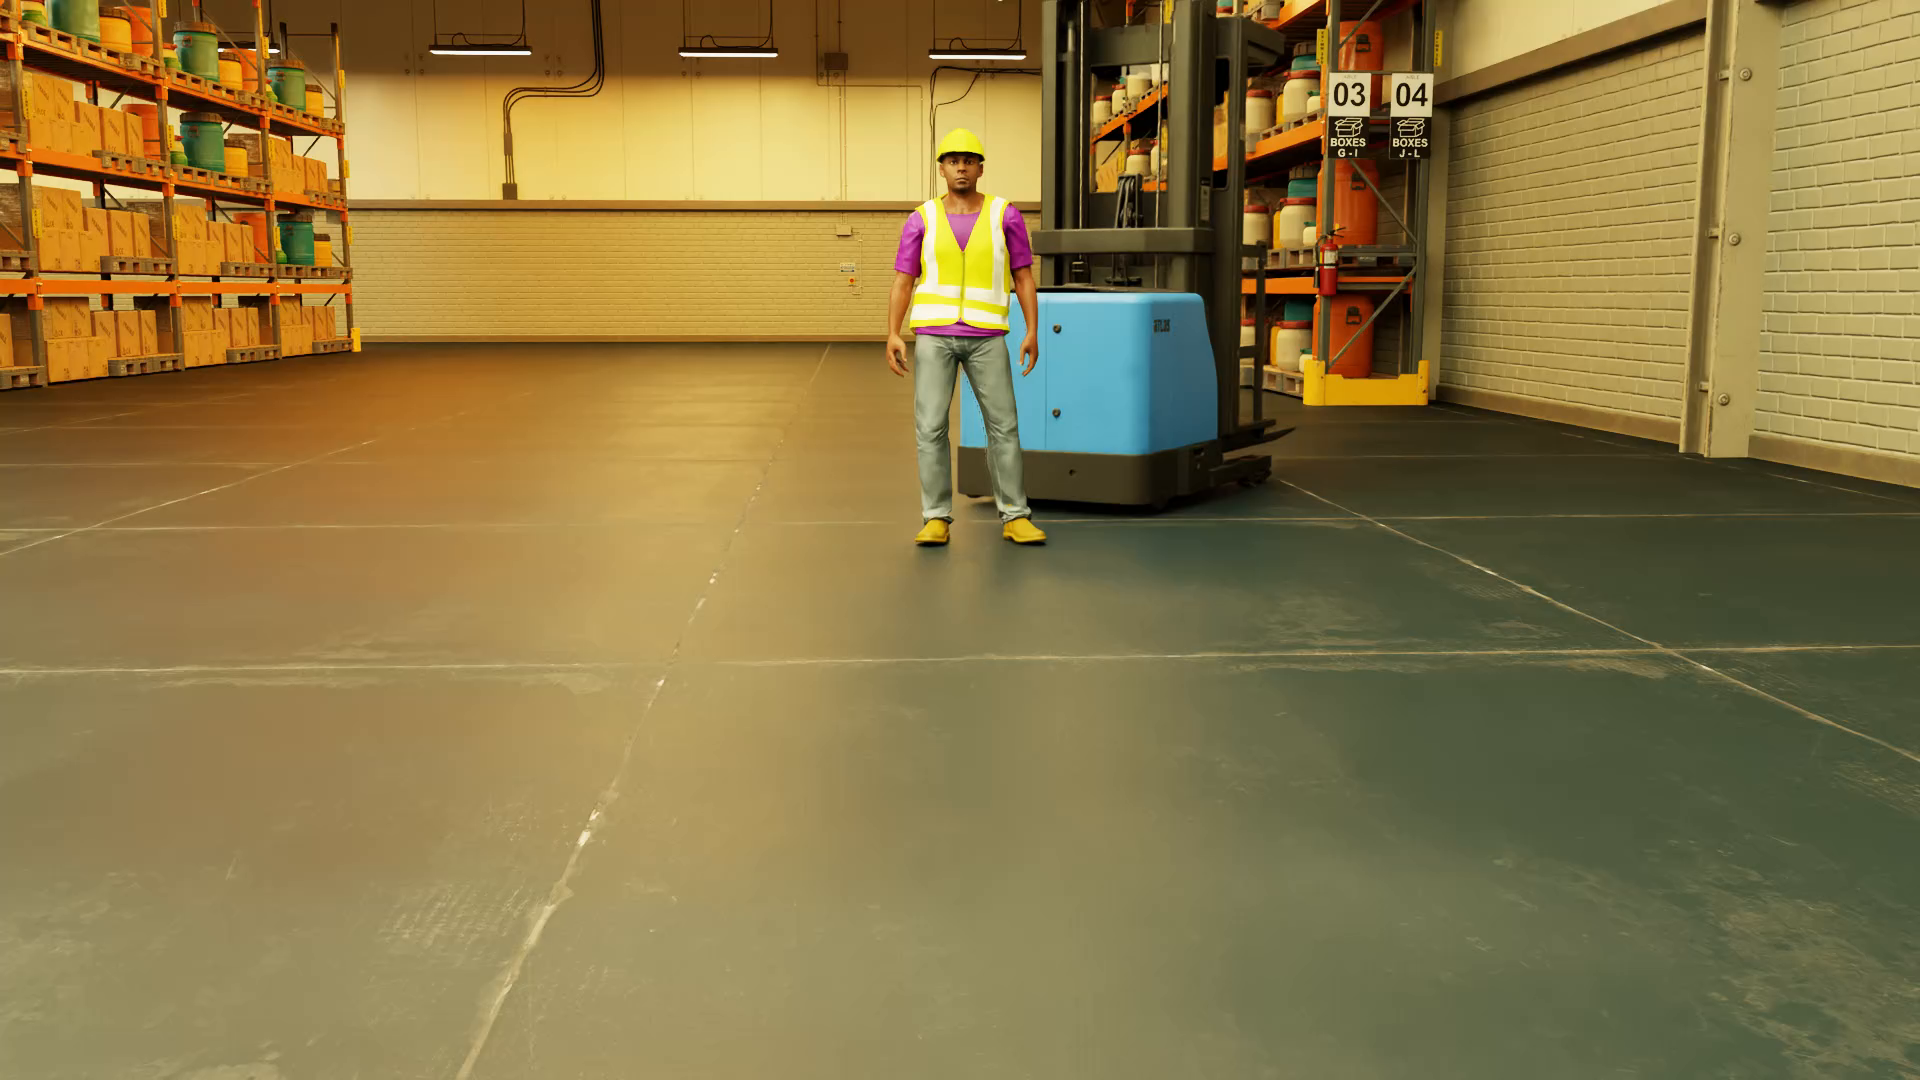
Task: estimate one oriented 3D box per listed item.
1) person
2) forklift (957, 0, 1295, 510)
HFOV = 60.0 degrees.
[{"bbox_3d":[0.025,-0.873,7.180,0.686,1.769,0.426,-1,8,-3],"label":"person"},{"bbox_3d":[1.126,-1.772,9.268,1.130,2.935,3.031,4,10,28],"label":"forklift"}]
